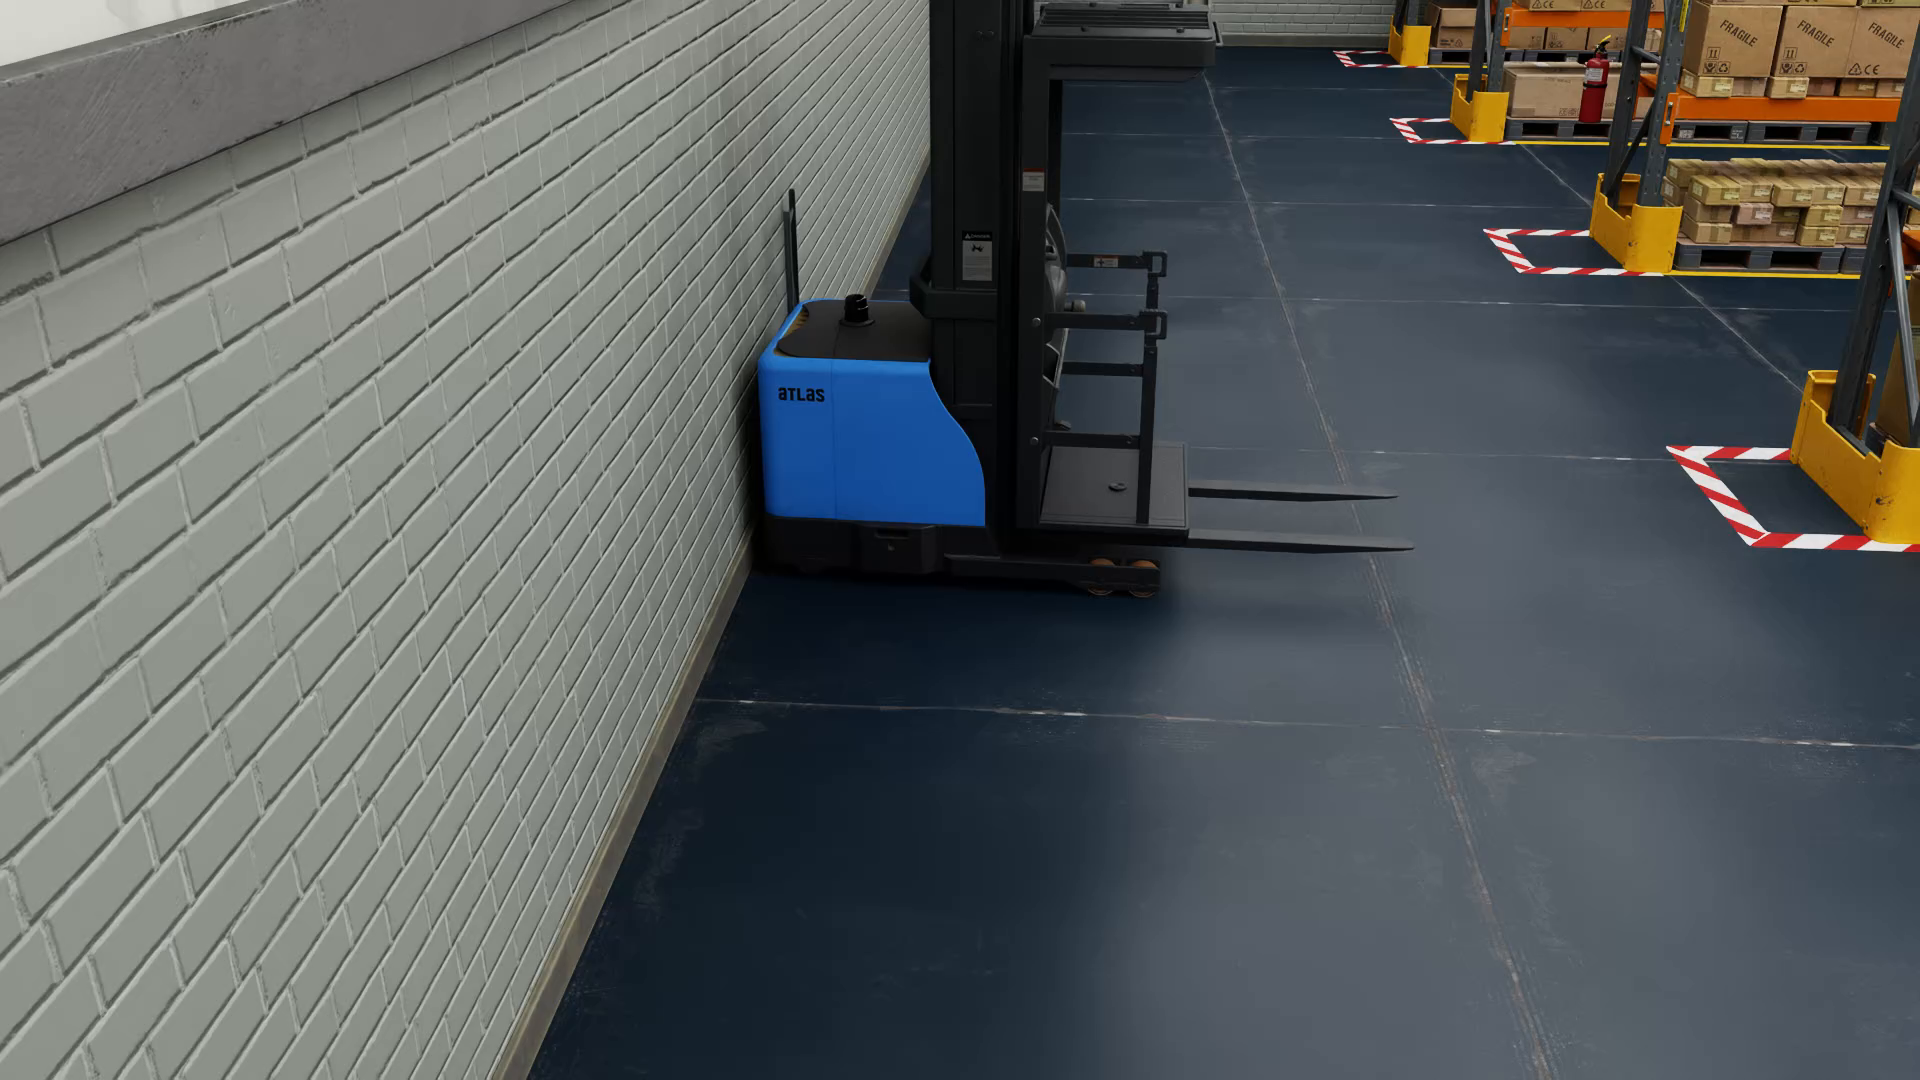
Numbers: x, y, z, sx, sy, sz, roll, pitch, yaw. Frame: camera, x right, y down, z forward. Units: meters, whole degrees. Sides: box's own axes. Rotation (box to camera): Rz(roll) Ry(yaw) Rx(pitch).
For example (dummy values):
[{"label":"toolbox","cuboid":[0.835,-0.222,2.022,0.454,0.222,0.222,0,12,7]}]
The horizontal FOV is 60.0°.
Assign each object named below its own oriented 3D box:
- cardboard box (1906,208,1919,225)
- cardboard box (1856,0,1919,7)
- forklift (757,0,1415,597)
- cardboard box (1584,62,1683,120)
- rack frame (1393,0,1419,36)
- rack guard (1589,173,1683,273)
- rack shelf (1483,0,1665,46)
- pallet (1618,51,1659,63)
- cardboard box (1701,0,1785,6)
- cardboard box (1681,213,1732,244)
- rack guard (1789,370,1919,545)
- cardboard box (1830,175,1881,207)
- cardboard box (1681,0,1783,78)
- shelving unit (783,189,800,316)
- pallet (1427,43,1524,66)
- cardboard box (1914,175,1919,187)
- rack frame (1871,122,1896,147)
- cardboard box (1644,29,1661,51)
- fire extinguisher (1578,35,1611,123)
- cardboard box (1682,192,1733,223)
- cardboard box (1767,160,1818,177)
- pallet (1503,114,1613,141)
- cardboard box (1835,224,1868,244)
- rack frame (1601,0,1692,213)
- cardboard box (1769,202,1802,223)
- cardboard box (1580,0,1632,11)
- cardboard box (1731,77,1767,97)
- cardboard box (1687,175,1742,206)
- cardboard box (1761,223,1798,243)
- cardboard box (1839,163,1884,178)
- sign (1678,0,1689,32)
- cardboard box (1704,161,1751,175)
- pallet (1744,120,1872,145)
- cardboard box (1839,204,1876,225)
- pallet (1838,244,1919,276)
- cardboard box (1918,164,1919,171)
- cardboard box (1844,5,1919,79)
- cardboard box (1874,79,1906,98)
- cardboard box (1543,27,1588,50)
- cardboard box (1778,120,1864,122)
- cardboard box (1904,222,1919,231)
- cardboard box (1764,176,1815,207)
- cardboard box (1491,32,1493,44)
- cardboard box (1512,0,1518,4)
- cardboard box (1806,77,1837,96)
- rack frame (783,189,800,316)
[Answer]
[{"label":"cardboard box","cuboid":[7.319,-2.526,12.703,0.250,0.149,0.380,3,25,6]},{"label":"cardboard box","cuboid":[6.683,-4.119,11.942,0.500,0.500,0.500,1,25,3]},{"label":"forklift","cuboid":[0.622,-1.302,7.573,3.031,2.935,1.130,3,25,6]},{"label":"cardboard box","cuboid":[7.092,-4.737,17.518,0.875,0.438,0.875,2,25,5]},{"label":"rack frame","cuboid":[5.890,-7.784,21.578,0.127,3.000,1.000,2,25,4]},{"label":"rack guard","cuboid":[5.311,-2.511,13.108,0.348,0.500,1.175,2,25,4]},{"label":"rack shelf","cuboid":[7.507,-5.324,17.093,4.000,0.370,1.077,2,25,4]},{"label":"pallet","cuboid":[9.193,-6.411,21.931,1.213,0.211,1.003,2,25,4]},{"label":"cardboard box","cuboid":[5.662,-4.158,12.027,0.500,0.500,0.500,2,25,4]},{"label":"cardboard box","cuboid":[5.733,-2.394,12.773,0.250,0.149,0.380,2,25,5]},{"label":"rack guard","cuboid":[4.731,-0.450,8.630,0.348,0.500,1.175,2,25,4]},{"label":"cardboard box","cuboid":[6.786,-2.650,12.617,0.250,0.149,0.380,3,25,6]},{"label":"cardboard box","cuboid":[5.662,-3.700,12.227,0.500,0.500,0.500,3,25,6]},{"label":"shelving unit","cuboid":[-0.354,-1.043,8.723,1.048,1.500,0.538,-1,25,-2]},{"label":"pallet","cuboid":[6.760,-6.489,22.101,1.213,0.211,1.003,2,25,4]},{"label":"cardboard box","cuboid":[7.303,-2.654,12.626,0.250,0.149,0.380,2,25,4]},{"label":"rack frame","cuboid":[9.502,-5.587,16.804,0.127,3.000,1.000,2,25,4]},{"label":"cardboard box","cuboid":[8.944,-6.512,21.581,0.258,0.266,0.396,3,25,6]},{"label":"fire extinguisher","cuboid":[5.019,-3.645,13.121,0.183,0.674,0.296,2,25,4]},{"label":"cardboard box","cuboid":[5.738,-2.556,12.768,0.250,0.149,0.380,3,25,6]},{"label":"cardboard box","cuboid":[6.550,-2.881,13.120,0.250,0.149,0.380,1,25,2]},{"label":"pallet","cuboid":[6.317,-4.455,17.680,1.213,0.211,1.003,2,25,4]},{"label":"cardboard box","cuboid":[6.756,-2.393,12.769,0.250,0.149,0.380,2,25,4]},{"label":"rack frame","cuboid":[5.235,-3.649,12.591,0.127,3.000,1.000,2,25,4]},{"label":"cardboard box","cuboid":[6.257,-2.553,12.761,0.250,0.149,0.380,2,25,5]},{"label":"cardboard box","cuboid":[6.476,-5.621,16.757,0.500,0.500,0.500,1,25,3]},{"label":"cardboard box","cuboid":[5.790,-3.397,12.344,0.250,0.149,0.380,3,25,6]},{"label":"cardboard box","cuboid":[5.731,-2.656,12.631,0.250,0.149,0.380,1,25,2]},{"label":"cardboard box","cuboid":[6.248,-2.415,12.818,0.250,0.149,0.380,2,25,5]},{"label":"cardboard box","cuboid":[7.076,-2.841,13.033,0.250,0.149,0.380,1,25,2]},{"label":"sign","cuboid":[5.194,-3.816,11.919,0.005,0.325,0.100,2,25,4]},{"label":"cardboard box","cuboid":[6.028,-2.871,13.098,0.250,0.149,0.380,2,25,5]},{"label":"pallet","cuboid":[8.749,-4.377,17.510,1.213,0.211,1.003,2,25,4]},{"label":"cardboard box","cuboid":[6.777,-2.530,12.713,0.250,0.149,0.380,1,25,1]},{"label":"pallet","cuboid":[7.331,-2.299,12.993,1.213,0.211,1.003,2,25,4]},{"label":"cardboard box","cuboid":[7.582,-2.820,12.987,0.250,0.149,0.380,1,25,2]},{"label":"cardboard box","cuboid":[6.685,-3.672,12.167,0.500,0.500,0.500,2,25,5]},{"label":"cardboard box","cuboid":[6.835,-3.376,12.299,0.250,0.149,0.380,1,25,3]},{"label":"cardboard box","cuboid":[7.861,-6.678,21.662,0.500,0.500,0.500,2,25,5]},{"label":"cardboard box","cuboid":[8.884,-4.679,17.392,0.875,0.438,0.875,1,25,3]},{"label":"cardboard box","cuboid":[7.276,-2.350,12.677,0.250,0.149,0.380,2,25,4]},{"label":"cardboard box","cuboid":[6.257,-2.636,12.587,0.250,0.149,0.380,2,25,4]},{"label":"cardboard box","cuboid":[6.913,-6.591,21.893,0.250,0.149,0.380,1,25,2]},{"label":"cardboard box","cuboid":[6.014,-5.855,17.267,0.500,0.500,0.500,2,25,4]},{"label":"cardboard box","cuboid":[6.323,-3.415,12.383,0.250,0.149,0.380,3,25,6]},{"label":"rack frame","cuboid":[-0.862,-1.035,8.705,0.032,1.500,0.500,-1,25,-2]}]
